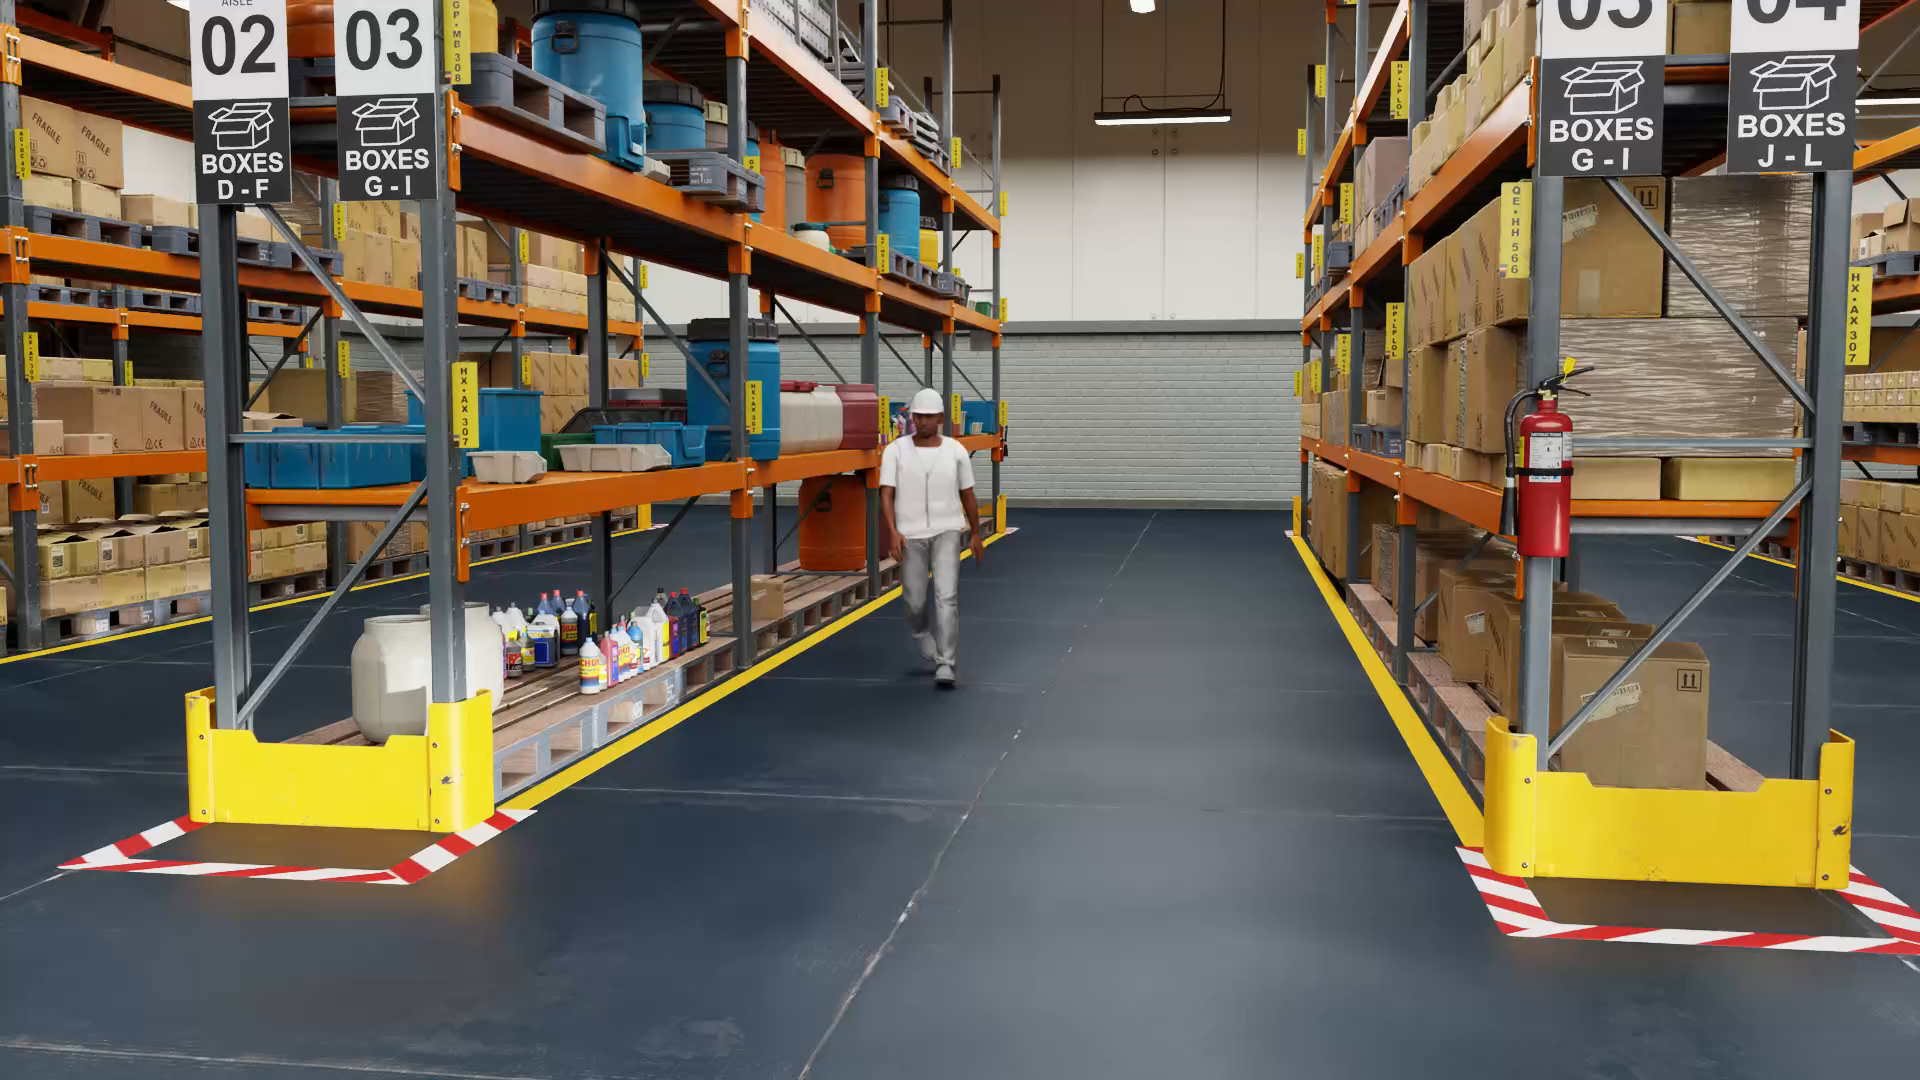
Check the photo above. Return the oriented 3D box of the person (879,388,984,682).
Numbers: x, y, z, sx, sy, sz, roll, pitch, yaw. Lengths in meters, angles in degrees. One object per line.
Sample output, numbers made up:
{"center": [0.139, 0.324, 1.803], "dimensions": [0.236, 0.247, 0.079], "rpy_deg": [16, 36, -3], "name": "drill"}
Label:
{"center": [-0.171, -0.035, 9.992], "dimensions": [0.624, 1.740, 0.831], "rpy_deg": [0, 4, 3], "name": "person"}
